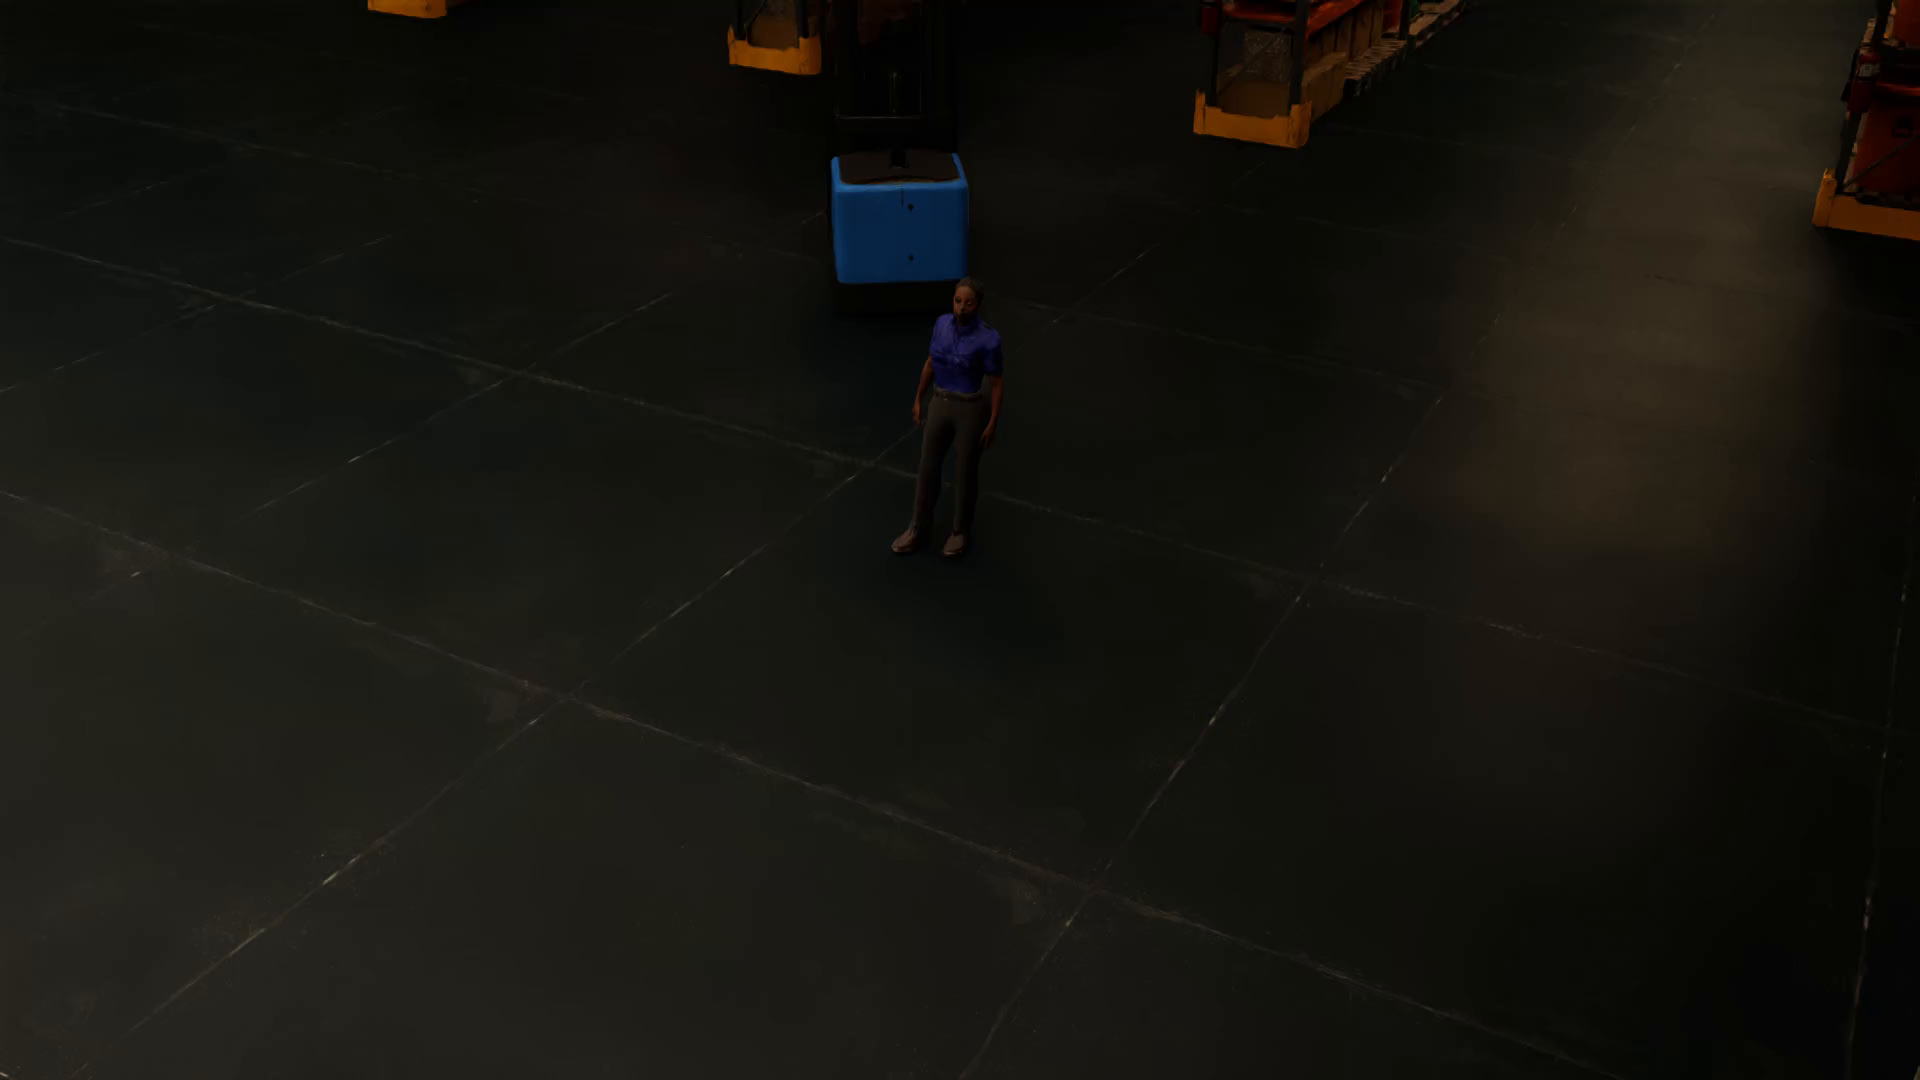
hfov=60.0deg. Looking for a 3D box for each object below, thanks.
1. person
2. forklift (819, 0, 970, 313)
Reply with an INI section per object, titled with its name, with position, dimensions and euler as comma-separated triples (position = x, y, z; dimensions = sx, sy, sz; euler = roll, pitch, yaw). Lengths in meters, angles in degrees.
[person]
position = -0.060, -0.689, 9.528
dimensions = 0.570, 1.654, 0.503
euler = 15, 33, 25
[forklift]
position = -0.588, -3.747, 13.563
dimensions = 1.130, 2.935, 3.031
euler = -3, 30, -5
